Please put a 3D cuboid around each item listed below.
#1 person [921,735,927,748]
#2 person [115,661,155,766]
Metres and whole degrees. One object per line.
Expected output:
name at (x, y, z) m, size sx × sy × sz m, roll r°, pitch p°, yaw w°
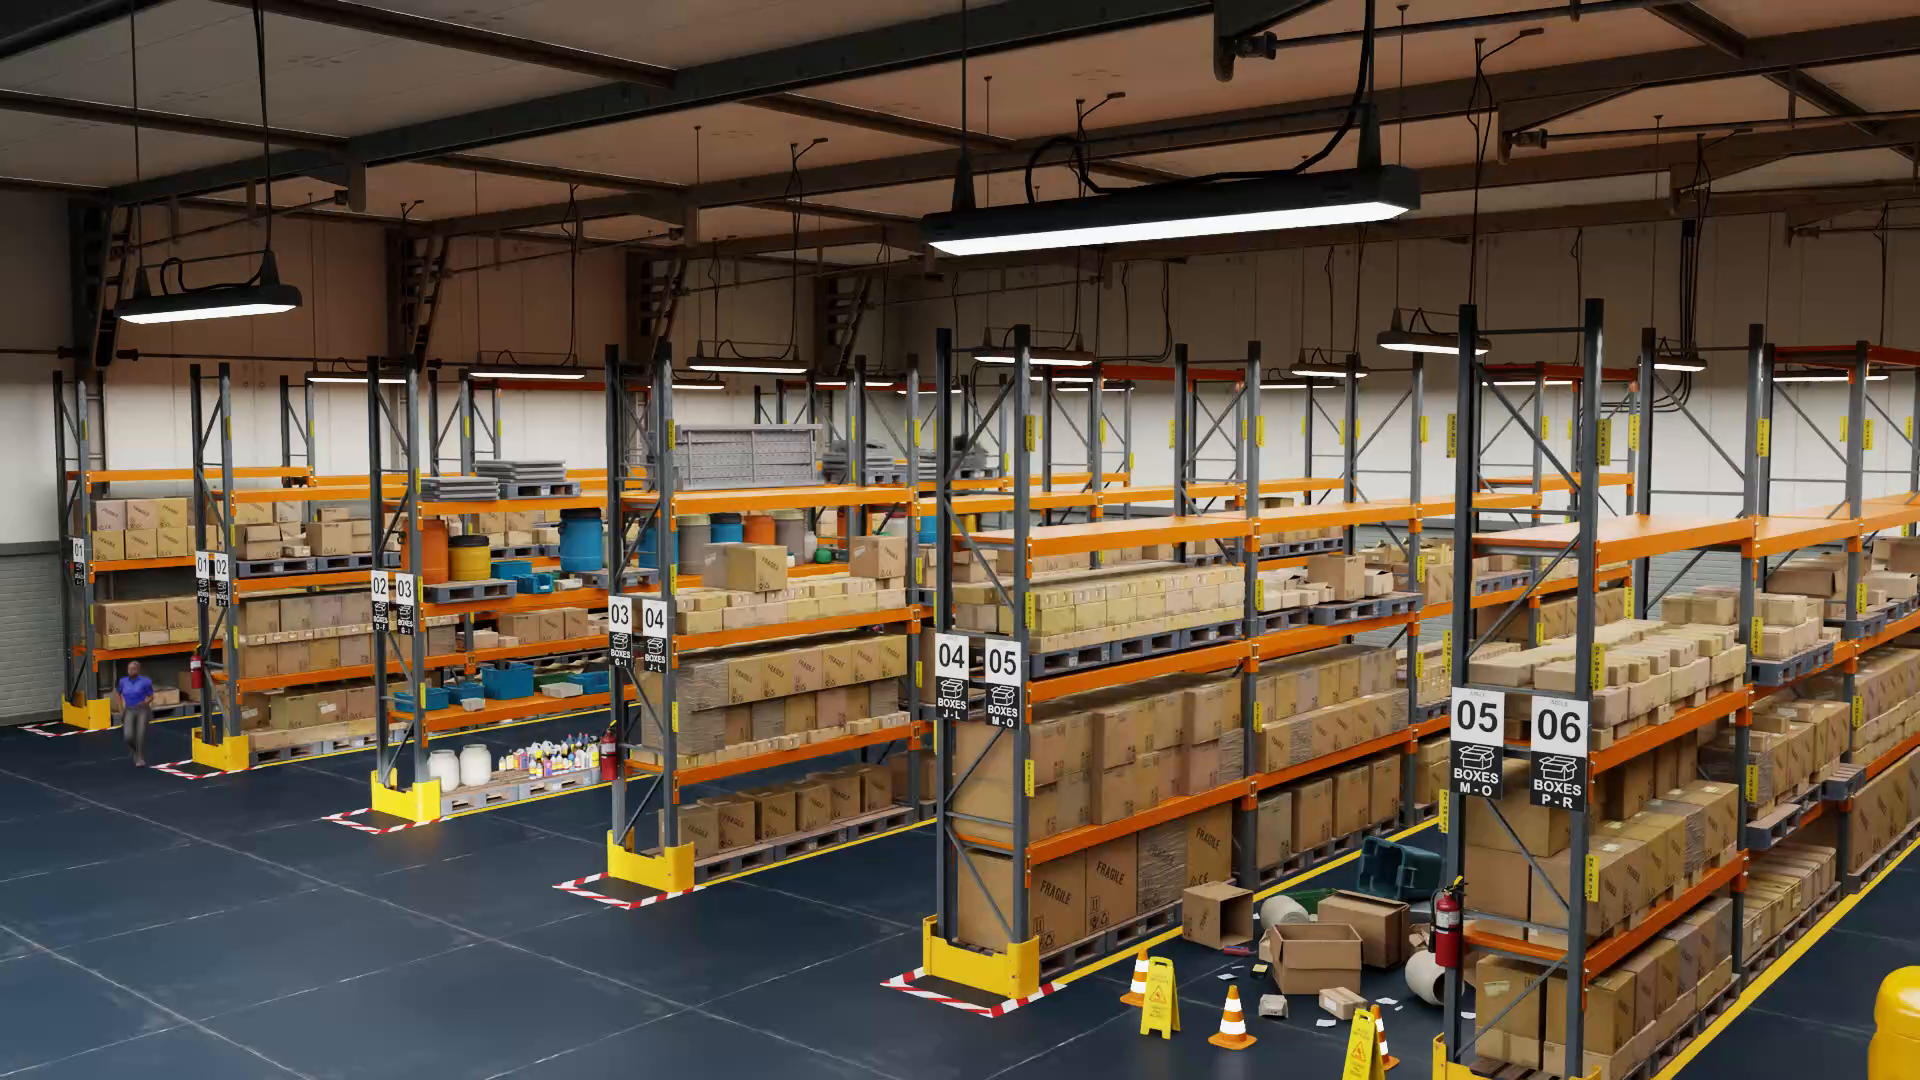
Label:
person at (-0.741, 2.485, 25.843) m, size 0.488 × 1.703 × 0.697 m, roll 3°, pitch 5°, yaw 35°
person at (-12.240, 2.583, 24.620) m, size 0.576 × 1.595 × 0.628 m, roll -1°, pitch 4°, yaw -11°
